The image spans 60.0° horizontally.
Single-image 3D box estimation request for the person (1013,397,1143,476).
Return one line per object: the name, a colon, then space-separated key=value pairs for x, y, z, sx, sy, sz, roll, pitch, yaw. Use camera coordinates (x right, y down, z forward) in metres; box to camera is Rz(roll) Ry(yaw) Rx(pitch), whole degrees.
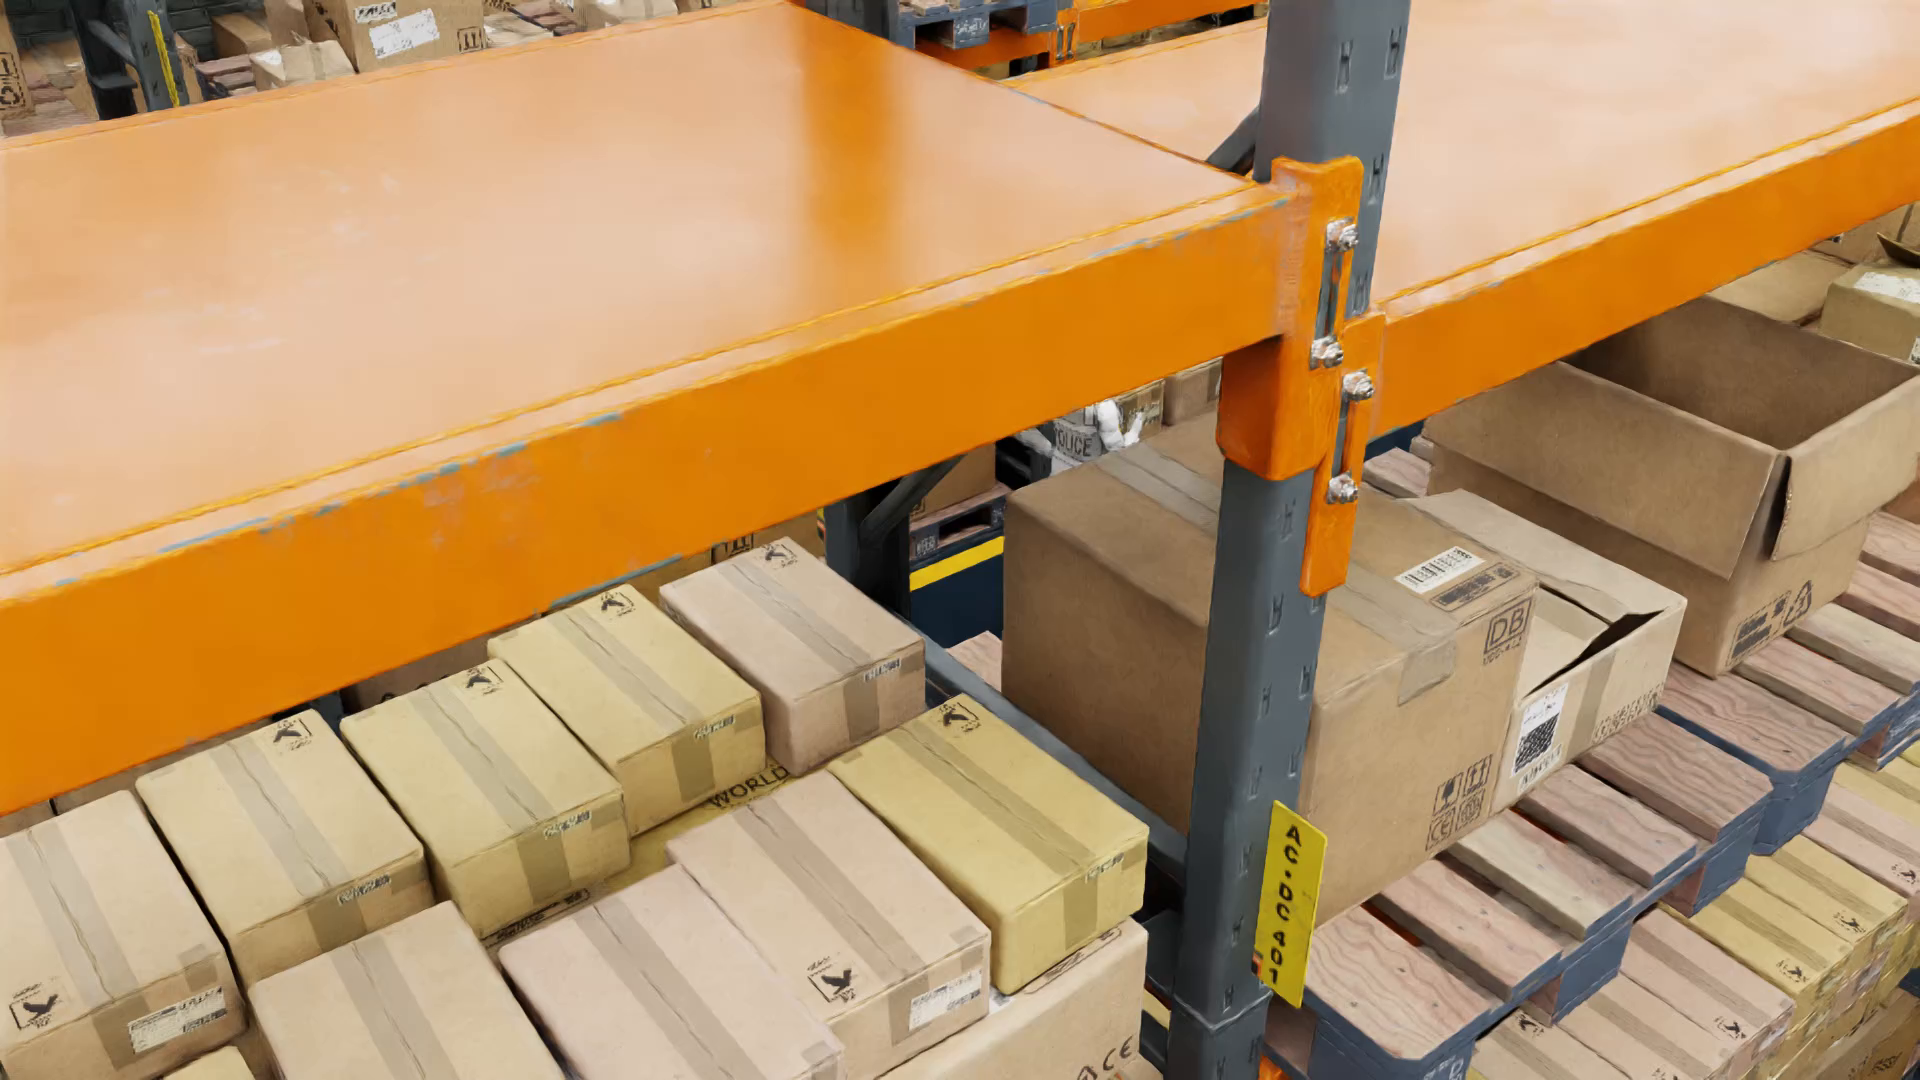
person: x=0.652 y=-0.279 z=8.104 sx=0.560 sy=1.718 sz=0.589 roll=-21 pitch=38 yaw=-29
